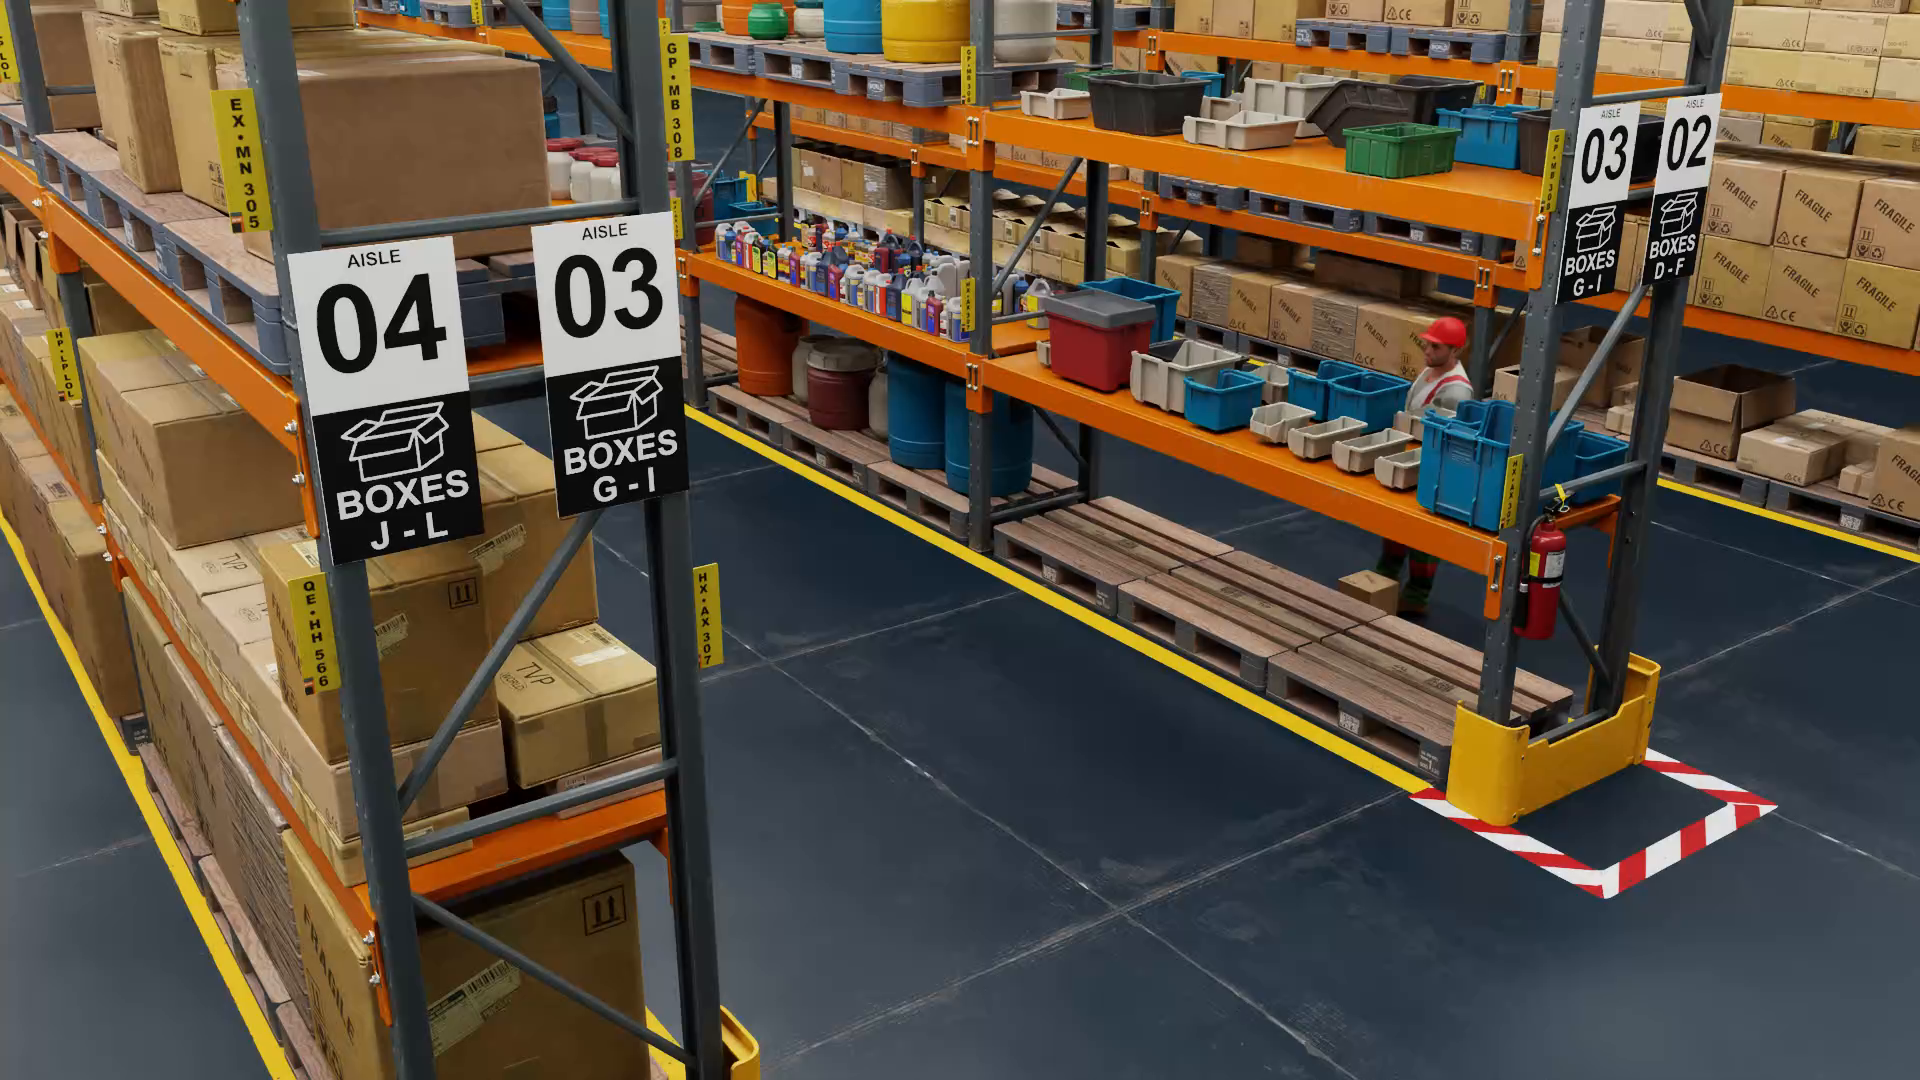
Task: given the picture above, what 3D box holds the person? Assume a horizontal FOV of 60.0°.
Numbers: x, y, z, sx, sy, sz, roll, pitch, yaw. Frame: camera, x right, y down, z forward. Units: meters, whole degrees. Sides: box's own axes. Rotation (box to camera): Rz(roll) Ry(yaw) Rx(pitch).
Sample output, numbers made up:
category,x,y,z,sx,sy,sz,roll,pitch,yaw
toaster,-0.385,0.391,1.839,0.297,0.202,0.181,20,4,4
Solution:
category,x,y,z,sx,sy,sz,roll,pitch,yaw
person,2.632,-0.438,9.646,0.420,1.806,0.725,-2,21,-4
